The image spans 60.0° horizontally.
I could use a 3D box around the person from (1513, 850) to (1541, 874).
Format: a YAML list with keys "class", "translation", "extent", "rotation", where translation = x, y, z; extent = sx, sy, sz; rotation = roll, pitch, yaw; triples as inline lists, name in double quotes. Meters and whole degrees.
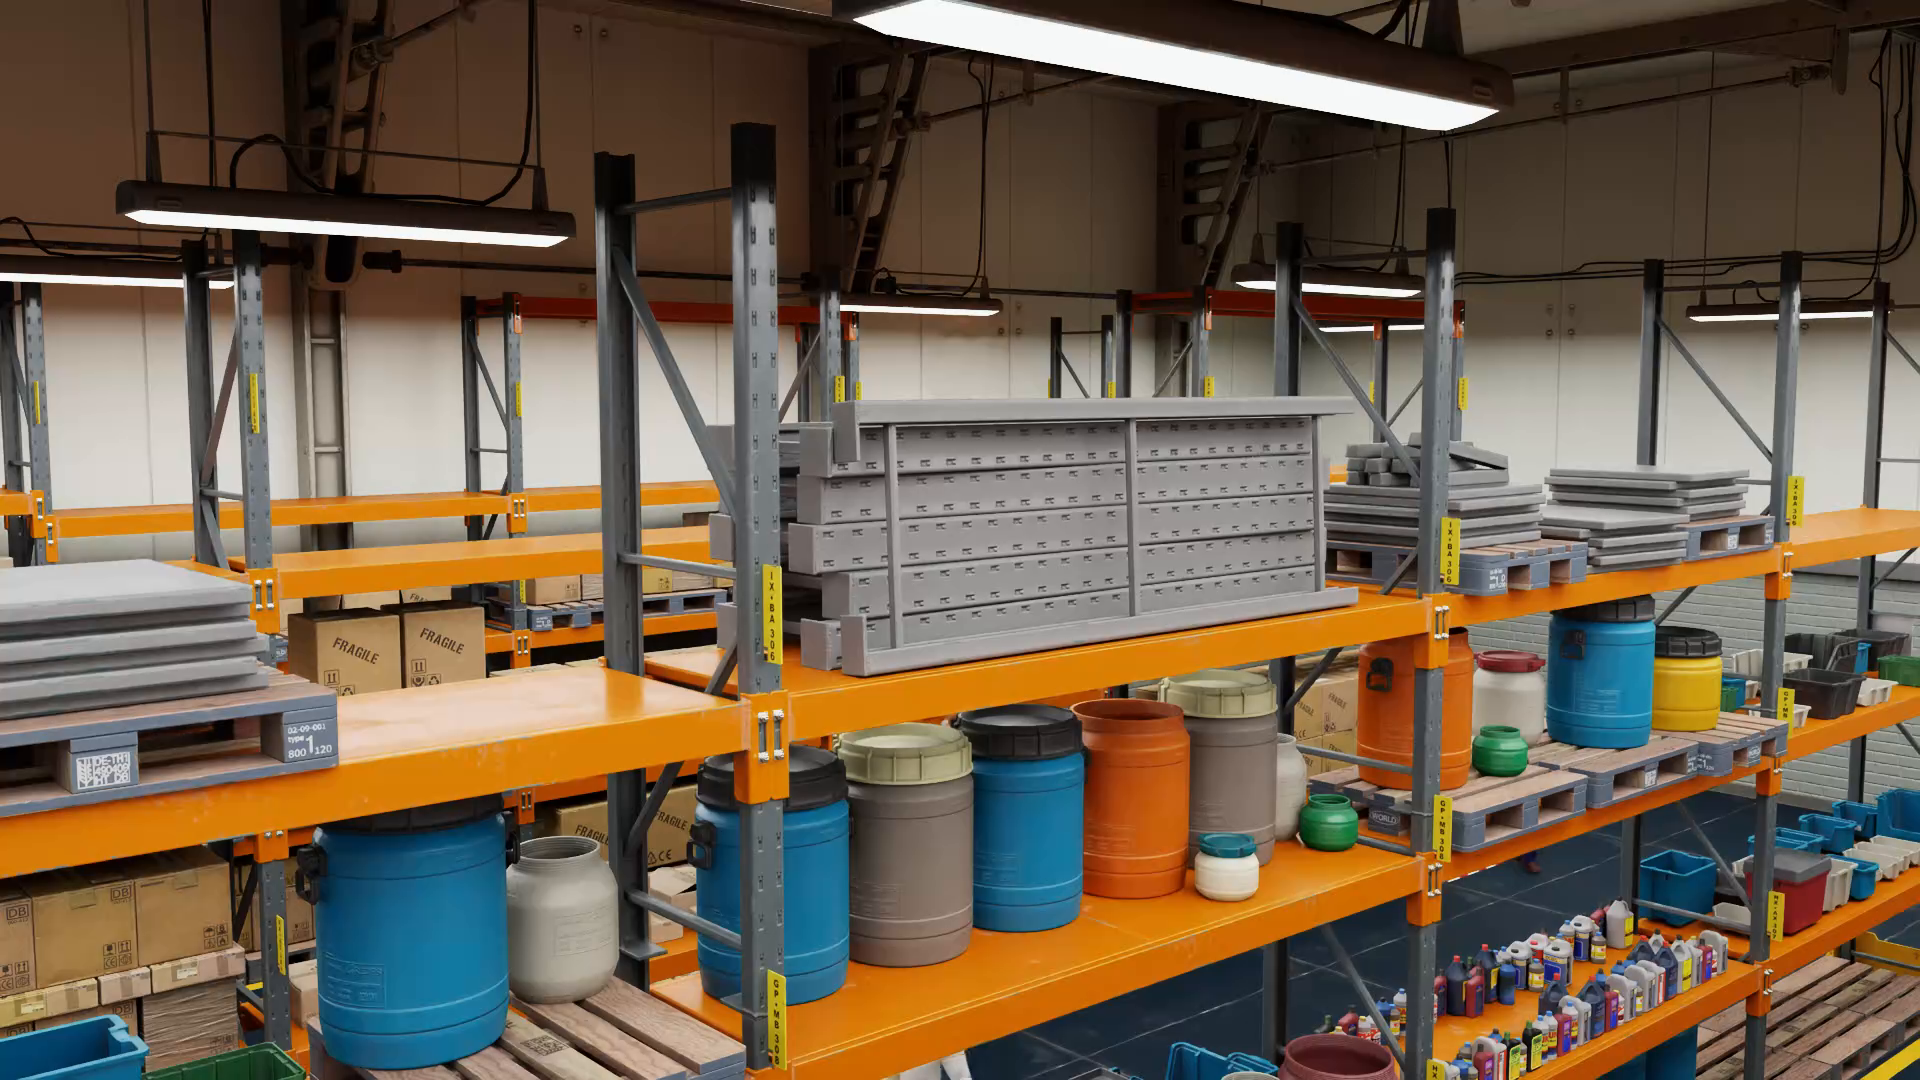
- class: "person"
  translation: [5.927, 2.709, 17.615]
  extent: [0.654, 1.601, 0.509]
  rotation: [-1, 5, -9]

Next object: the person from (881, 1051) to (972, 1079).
- class: "person"
  translation: [-0.241, 3.403, 9.729]
  extent: [0.724, 1.752, 0.653]
  rotation: [5, 7, 41]

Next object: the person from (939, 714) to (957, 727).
- class: "person"
  translation: [-0.105, 2.434, 17.167]
  extent: [0.577, 1.654, 0.811]
  rotation: [4, 7, 39]
